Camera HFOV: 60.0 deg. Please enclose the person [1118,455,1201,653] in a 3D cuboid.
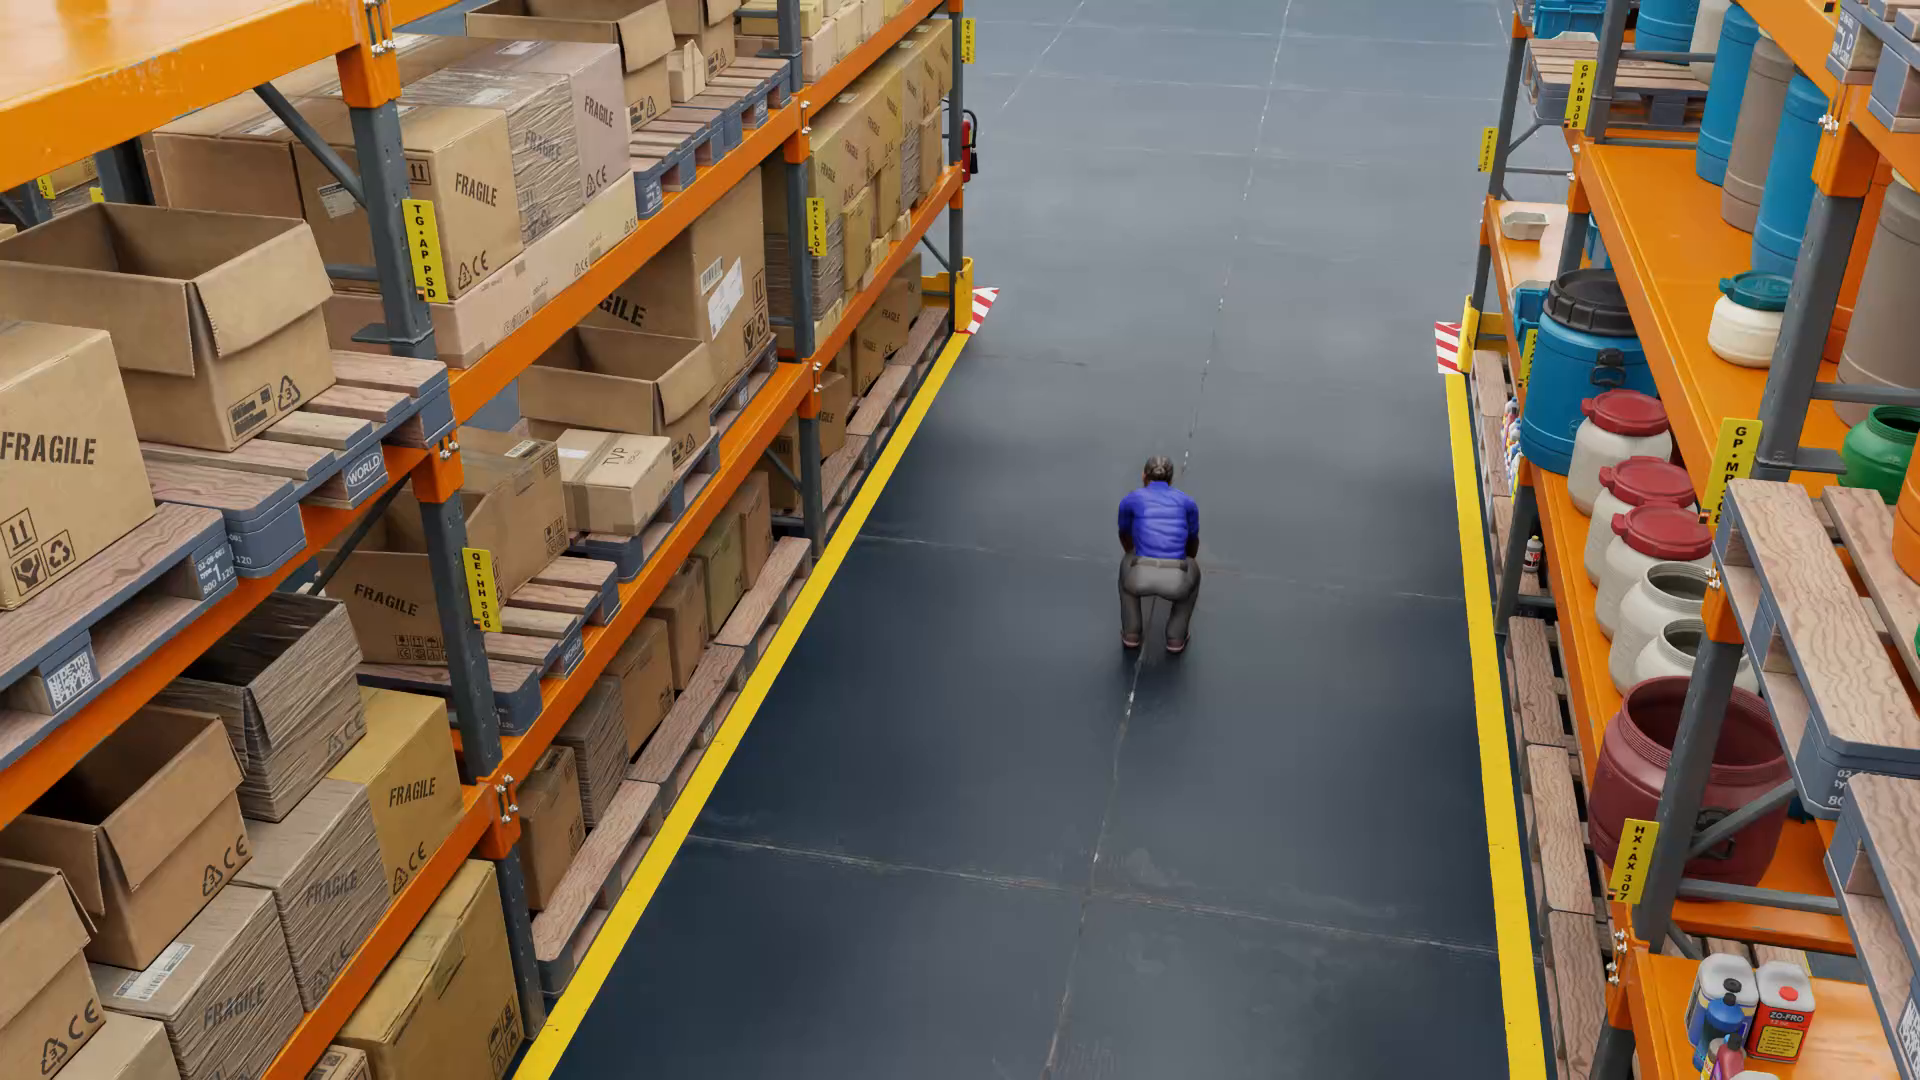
[{"bbox_3d":[1.098,0.079,9.220,0.486,0.943,0.820,6,30,10],"label":"person"}]
